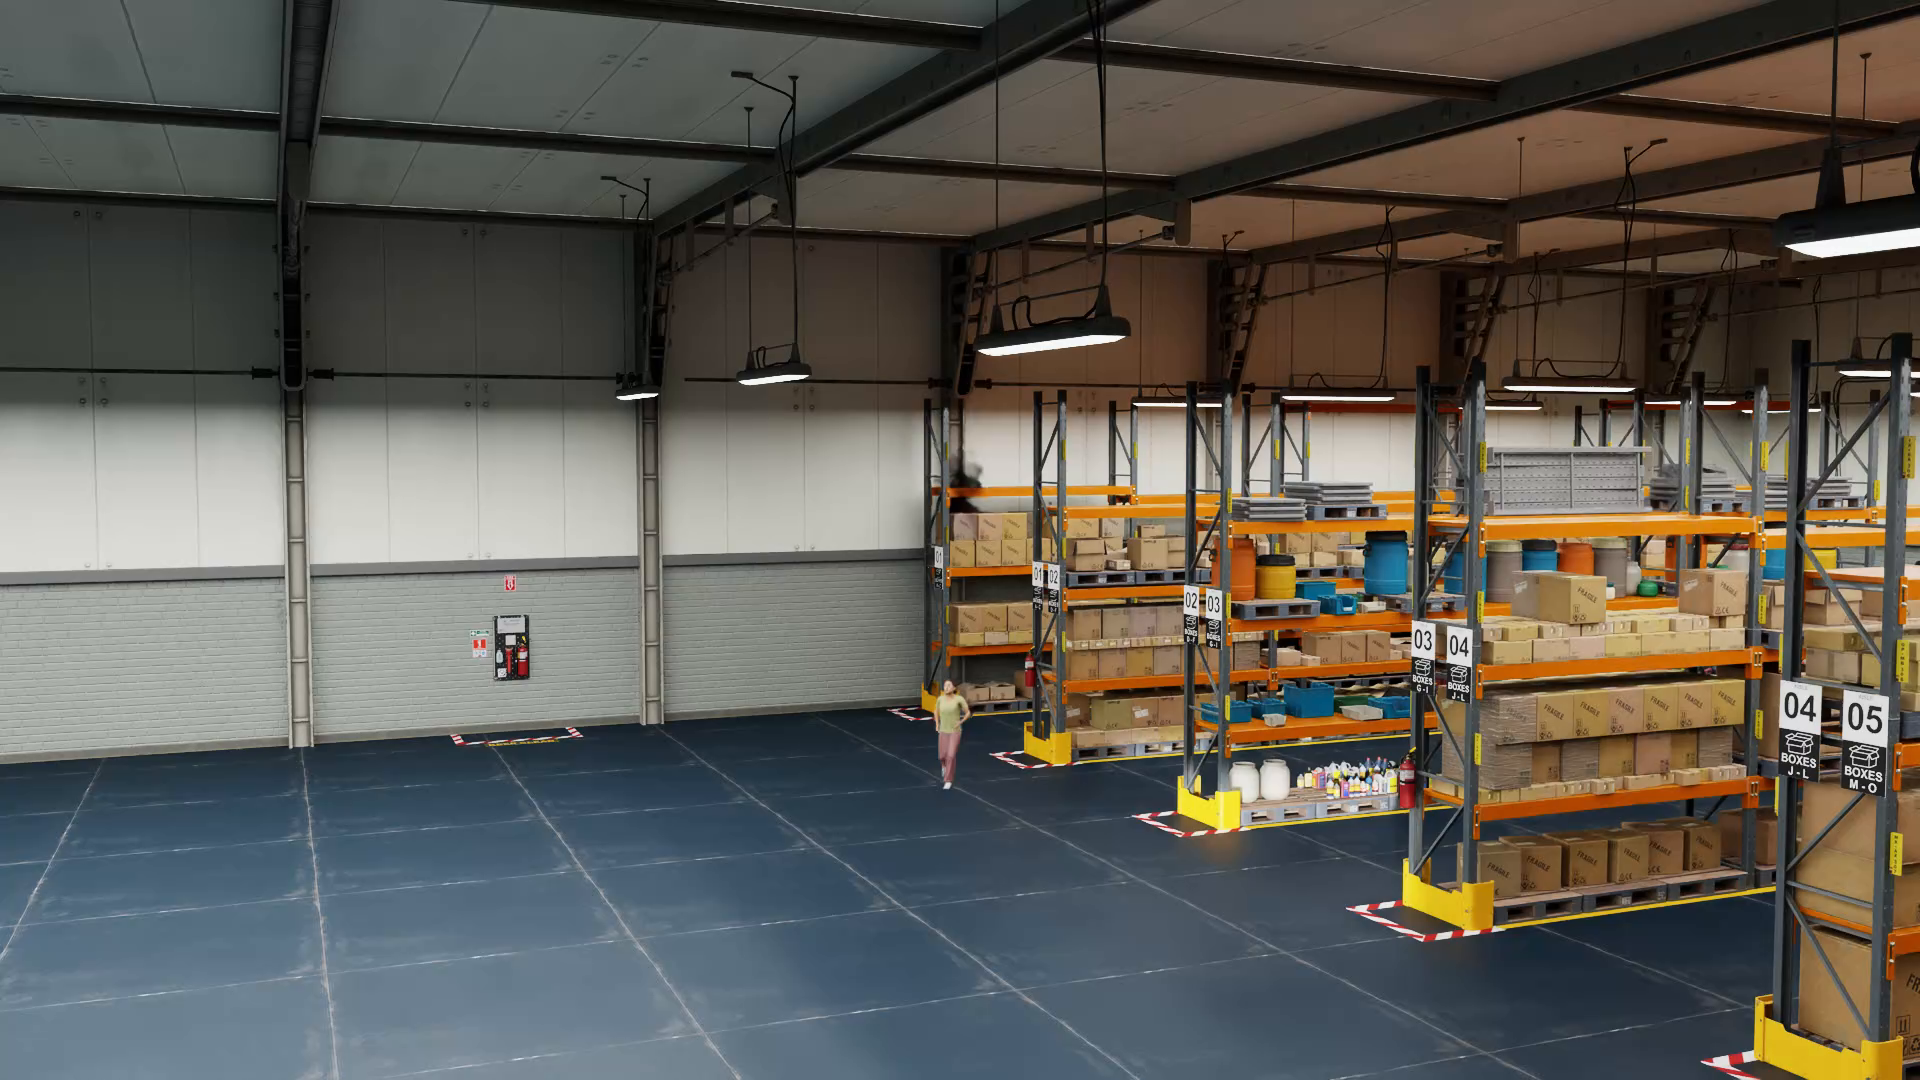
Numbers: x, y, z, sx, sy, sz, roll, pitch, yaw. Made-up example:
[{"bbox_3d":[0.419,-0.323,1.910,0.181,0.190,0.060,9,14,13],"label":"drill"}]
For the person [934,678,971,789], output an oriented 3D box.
[{"bbox_3d":[-0.121,2.886,24.970,0.575,1.639,0.590,1,3,14],"label":"person"}]
